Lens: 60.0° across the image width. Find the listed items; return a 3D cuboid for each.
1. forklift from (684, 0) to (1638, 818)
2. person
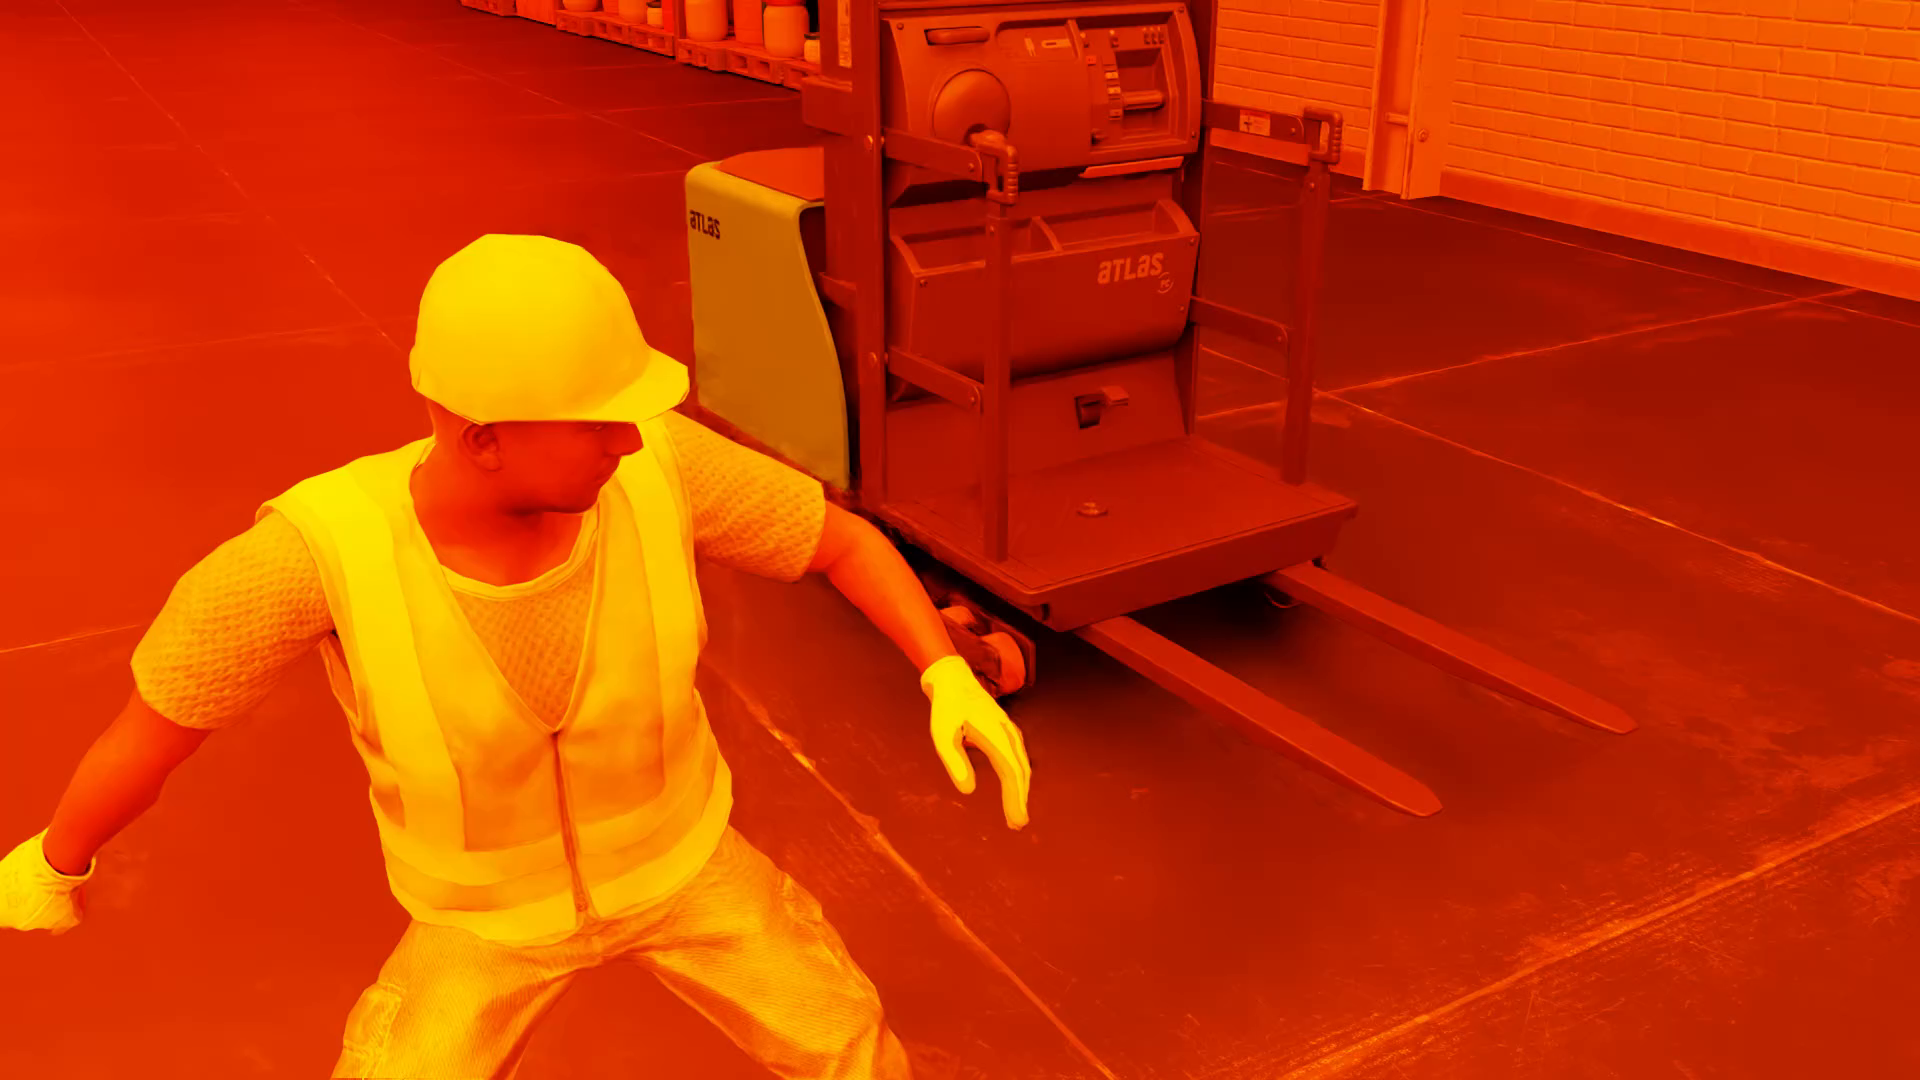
[{"bbox_3d":[0.355,-1.162,4.105,1.130,2.935,3.031,-14,26,-30],"label":"forklift"},{"bbox_3d":[-0.528,0.470,2.003,1.159,1.723,0.570,-9,24,-21],"label":"person"}]
